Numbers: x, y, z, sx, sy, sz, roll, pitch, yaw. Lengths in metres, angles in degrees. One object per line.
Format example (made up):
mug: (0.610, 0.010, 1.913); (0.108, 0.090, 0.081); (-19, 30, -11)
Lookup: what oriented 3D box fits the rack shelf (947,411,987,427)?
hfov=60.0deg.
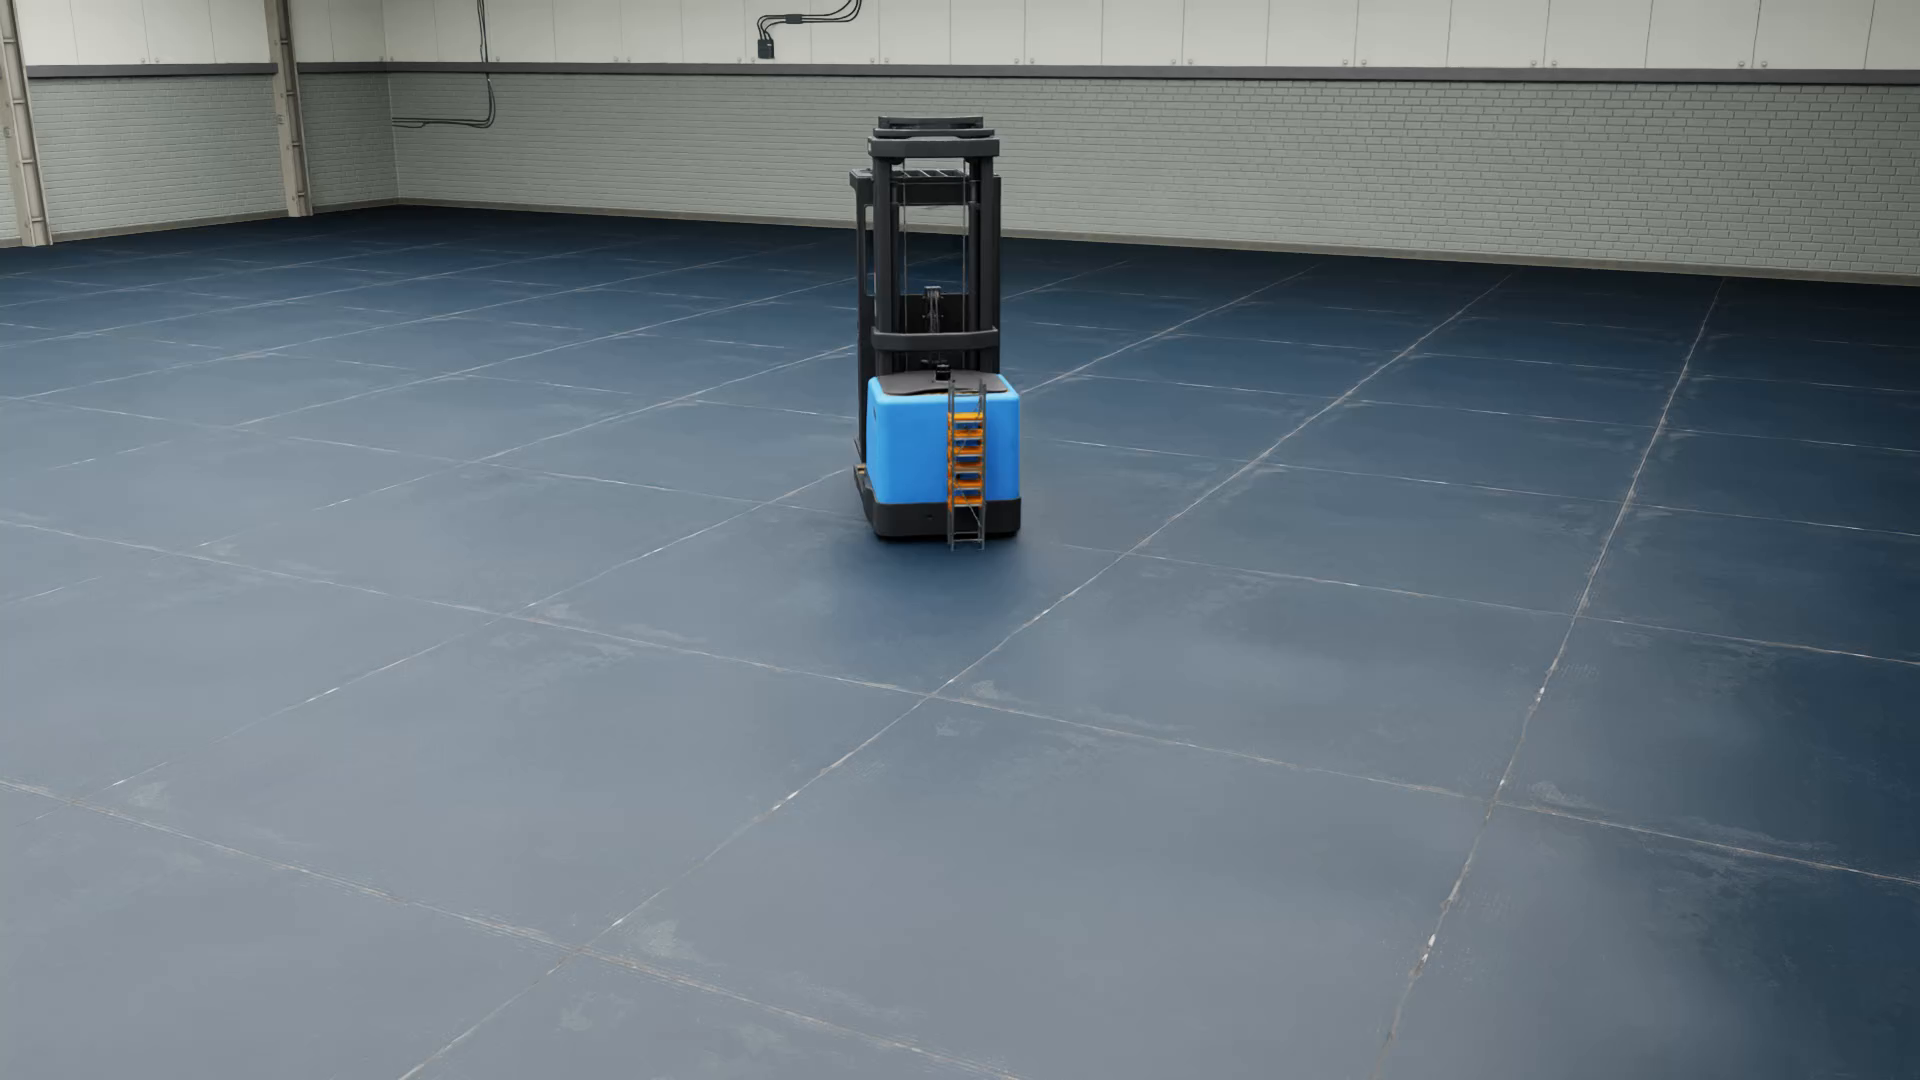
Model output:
rack shelf: (0.047, -0.825, 11.584); (0.258, 0.103, 0.180); (-2, 17, -8)

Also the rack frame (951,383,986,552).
rack frame: (0.058, -0.497, 11.587); (0.240, 1.200, 0.006); (-2, 17, -8)

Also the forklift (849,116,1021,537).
forklift: (-0.269, -1.803, 12.947); (1.130, 2.935, 3.031); (-2, 17, -7)

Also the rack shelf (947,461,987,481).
rack shelf: (0.045, -0.480, 11.687); (0.258, 0.103, 0.180); (-2, 17, -8)

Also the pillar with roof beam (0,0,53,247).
pillar with roof beam: (-12.705, -9.058, 26.717); (9.100, 9.000, 0.400); (8, 18, 25)

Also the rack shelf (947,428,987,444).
rack shelf: (0.046, -0.710, 11.618); (0.258, 0.103, 0.180); (-2, 17, -8)

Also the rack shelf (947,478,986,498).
rack shelf: (0.045, -0.365, 11.721); (0.258, 0.103, 0.180); (-2, 17, -8)

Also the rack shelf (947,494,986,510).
rack shelf: (0.045, -0.250, 11.755); (0.258, 0.103, 0.180); (-2, 17, -8)

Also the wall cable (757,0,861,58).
wall cable: (-2.890, -12.135, 31.102); (2.305, 6.003, 0.169); (8, 18, 25)

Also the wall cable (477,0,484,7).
wall cable: (-8.956, -12.305, 34.231); (3.097, 2.526, 0.112); (8, 18, 25)

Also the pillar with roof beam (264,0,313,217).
pillar with roof beam: (-10.024, -10.587, 31.863); (9.100, 9.000, 0.400); (8, 18, 25)

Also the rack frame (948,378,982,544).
rack frame: (0.033, -0.548, 11.761); (0.240, 1.200, 0.006); (-2, 17, -8)

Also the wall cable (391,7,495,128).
wall cable: (-11.376, -10.228, 36.109); (3.097, 2.526, 0.112); (8, 18, 25)

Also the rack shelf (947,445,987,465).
rack shelf: (0.046, -0.595, 11.652); (0.258, 0.103, 0.180); (-2, 17, -8)

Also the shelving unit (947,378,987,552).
shelving unit: (0.046, -0.522, 11.674); (0.258, 1.200, 0.189); (-2, 17, -8)
